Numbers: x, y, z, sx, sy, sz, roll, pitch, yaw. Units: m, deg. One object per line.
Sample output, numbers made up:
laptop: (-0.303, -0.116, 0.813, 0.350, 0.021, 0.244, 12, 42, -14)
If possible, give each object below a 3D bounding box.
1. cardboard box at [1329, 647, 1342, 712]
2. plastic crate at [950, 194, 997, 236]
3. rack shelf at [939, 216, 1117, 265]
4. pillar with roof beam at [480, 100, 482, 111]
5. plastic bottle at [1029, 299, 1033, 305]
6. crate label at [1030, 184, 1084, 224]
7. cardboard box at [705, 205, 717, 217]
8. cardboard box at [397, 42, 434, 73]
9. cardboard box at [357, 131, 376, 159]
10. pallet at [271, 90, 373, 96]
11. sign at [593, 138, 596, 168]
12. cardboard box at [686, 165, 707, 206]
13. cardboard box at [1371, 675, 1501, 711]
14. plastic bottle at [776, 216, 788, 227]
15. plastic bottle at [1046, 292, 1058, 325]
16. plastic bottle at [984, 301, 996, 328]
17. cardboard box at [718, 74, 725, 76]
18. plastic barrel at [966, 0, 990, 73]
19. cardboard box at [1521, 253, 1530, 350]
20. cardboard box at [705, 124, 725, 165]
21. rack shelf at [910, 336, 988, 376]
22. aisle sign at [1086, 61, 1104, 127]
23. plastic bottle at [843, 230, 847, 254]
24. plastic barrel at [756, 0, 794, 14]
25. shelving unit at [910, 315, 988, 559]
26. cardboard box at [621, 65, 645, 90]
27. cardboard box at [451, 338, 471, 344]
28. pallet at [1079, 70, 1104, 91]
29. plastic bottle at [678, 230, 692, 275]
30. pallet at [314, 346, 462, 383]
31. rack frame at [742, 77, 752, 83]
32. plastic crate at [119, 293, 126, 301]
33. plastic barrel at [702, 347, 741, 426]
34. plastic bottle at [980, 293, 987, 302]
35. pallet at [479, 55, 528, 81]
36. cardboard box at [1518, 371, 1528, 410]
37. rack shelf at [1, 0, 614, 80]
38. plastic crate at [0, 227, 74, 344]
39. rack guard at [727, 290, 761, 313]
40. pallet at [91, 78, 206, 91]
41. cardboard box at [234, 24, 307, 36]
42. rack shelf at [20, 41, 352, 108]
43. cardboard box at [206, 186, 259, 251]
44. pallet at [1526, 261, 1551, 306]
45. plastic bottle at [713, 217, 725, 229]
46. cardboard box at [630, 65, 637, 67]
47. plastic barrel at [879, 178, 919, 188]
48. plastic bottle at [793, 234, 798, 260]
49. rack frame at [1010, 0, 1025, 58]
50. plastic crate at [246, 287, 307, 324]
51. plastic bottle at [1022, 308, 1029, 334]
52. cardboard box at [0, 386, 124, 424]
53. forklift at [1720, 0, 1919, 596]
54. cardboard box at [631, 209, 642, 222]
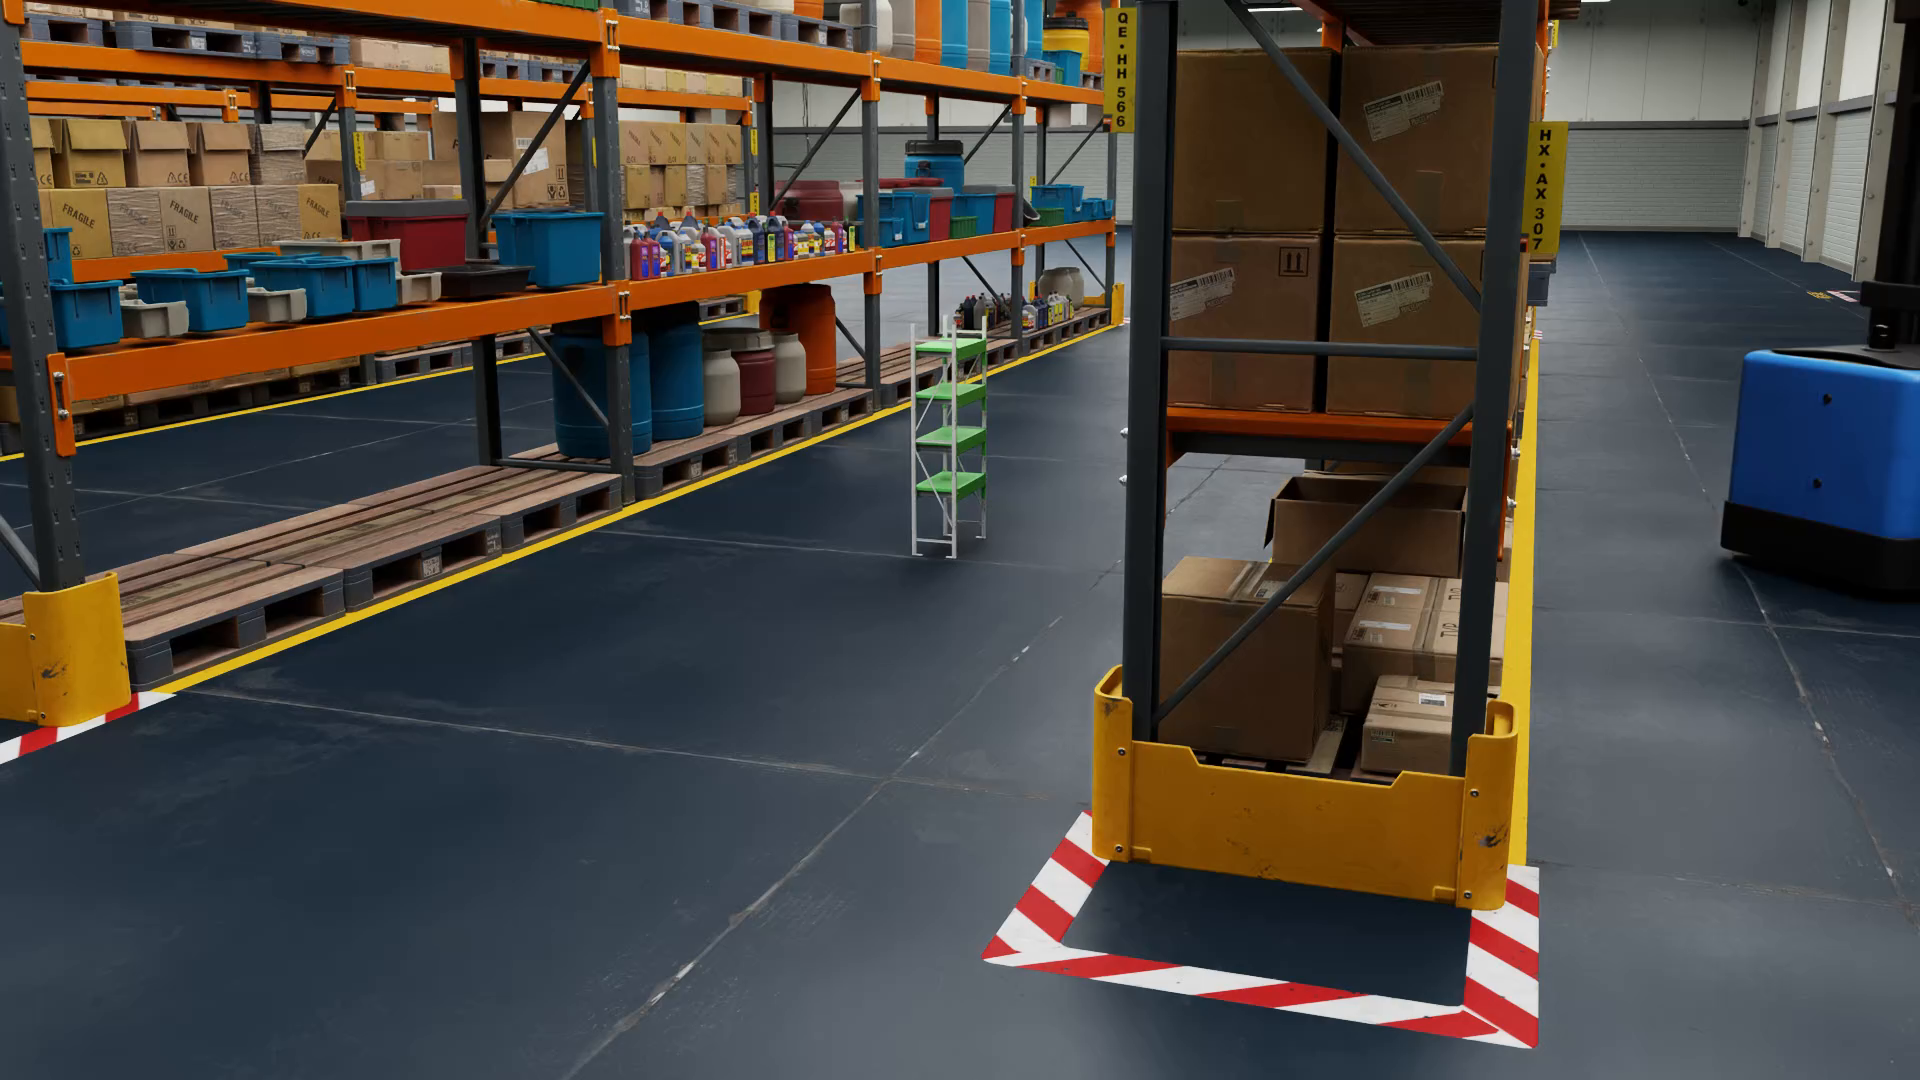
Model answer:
cardboard box: (1.116, 0.449, 5.658, 0.380, 0.166, 0.250, 4, 14, 18)
plastic crate: (0.092, -3.128, 15.989, 0.392, 0.384, 0.575, 4, 14, 18)
rack shelf: (0.801, -3.461, 19.028, 1.077, 0.370, 4.000, 4, 14, 18)
pillar with roof beam: (-8.493, -11.983, 41.265, 9.100, 9.000, 0.400, 4, 14, 18)
plastic bottle: (0.858, -2.552, 18.560, 0.152, 0.276, 0.135, 4, 14, 18)
crate label: (1.109, -3.843, 19.006, 0.502, 0.435, 0.616, 4, 14, 18)
cardboard box: (-3.344, -4.232, 21.352, 0.380, 0.149, 0.250, 4, 14, 18)
cardboard box: (-5.267, -4.483, 15.485, 0.500, 0.250, 0.500, 5, 14, 20)
cardboard box: (-8.456, -5.262, 22.536, 0.875, 0.550, 0.550, 4, 14, 18)
pallet: (-8.522, -5.972, 21.872, 1.003, 0.211, 1.213, 4, 14, 18)
sign: (-4.006, -4.273, 18.365, 0.100, 0.325, 0.005, 4, 14, 18)
cardboard box: (-3.693, -4.453, 20.865, 0.875, 0.500, 0.500, 4, 14, 18)
cardboard box: (1.499, 0.544, 5.242, 0.380, 0.166, 0.250, 4, 14, 18)
plastic bottle: (-1.442, -2.409, 13.081, 0.152, 0.276, 0.135, 4, 14, 18)
plastic bottle: (1.007, -2.583, 18.529, 0.144, 0.351, 0.185, 4, 14, 18)
plastic bottle: (0.300, -2.469, 18.195, 0.152, 0.276, 0.135, 4, 14, 18)
cardboard box: (-3.213, -5.980, 21.149, 0.380, 0.149, 0.250, 4, 13, 16)
plastic barrel: (-0.016, -4.837, 15.572, 0.600, 0.901, 0.600, 0, 13, 0)
cardboard box: (1.841, -0.949, 6.182, 0.500, 0.500, 0.500, 5, 14, 19)
cardboard box: (-3.338, -5.031, 21.151, 0.500, 0.500, 0.500, 4, 14, 18)
rack shelf: (-0.054, -0.956, 8.609, 0.258, 0.148, 0.480, 4, 14, 18)
aisle sign: (1.753, -5.494, 20.476, 0.394, 0.787, 0.004, 4, 14, 18)
plastic bottle: (-0.922, -2.313, 12.826, 0.097, 0.201, 0.097, 0, 13, 0)
plastic barrel: (-1.348, -3.912, 12.012, 0.301, 0.262, 0.301, 0, 13, 0)
shelving unit: (-0.054, -0.550, 8.702, 0.258, 1.200, 0.503, 4, 14, 18)
cardboard box: (-3.978, -5.325, 19.172, 0.500, 0.250, 0.500, 4, 14, 18)
cardboard box: (-5.284, -2.281, 16.870, 0.700, 0.500, 0.500, 6, 14, 23)
pallet: (1.088, -5.436, 19.748, 1.003, 0.211, 1.213, 4, 14, 18)
plastic bottle: (-1.742, -1.813, 10.480, 0.097, 0.271, 0.097, 0, 13, 0)
pallet: (-5.572, -1.710, 16.006, 1.003, 0.211, 1.213, 4, 14, 18)
rack frame: (-3.238, -7.514, 21.688, 1.000, 3.000, 0.127, 4, 14, 18)
plastic crate: (-3.636, -0.950, 6.865, 0.396, 0.136, 0.243, 4, 14, 18)
plastic barrel: (-1.746, -1.073, 11.595, 0.421, 0.512, 0.421, 0, 13, 0)
plastic bottle: (0.257, -2.579, 18.509, 0.144, 0.351, 0.185, 4, 14, 18)
pallet: (-5.165, -4.777, 16.859, 1.213, 0.211, 1.003, 4, 14, 18)
cardboard box: (3.993, -1.144, 12.497, 0.500, 0.250, 0.500, 4, 14, 18)
rack shelf: (-3.081, -2.397, 7.624, 1.077, 0.370, 4.000, 4, 14, 18)
plastic crate: (-3.797, -0.995, 6.390, 0.616, 0.435, 0.499, 4, 14, 18)
rack guard: (-3.263, -3.355, 22.563, 1.175, 0.500, 0.348, 4, 14, 18)
pallet: (-9.443, -5.298, 19.149, 0.805, 0.209, 1.217, 4, 13, 16)
cardboard box: (-5.956, -4.489, 13.998, 0.797, 0.503, 0.637, 5, 14, 22)
rack shelf: (-6.474, -3.596, 12.876, 1.077, 0.370, 4.000, 4, 14, 18)
cardboard box: (-6.083, -2.618, 13.493, 0.500, 0.500, 0.500, 4, 13, 17)
pallet: (2.613, -1.416, 8.881, 1.003, 0.211, 1.213, 4, 14, 18)
plastic bottle: (-1.822, -2.301, 12.593, 0.061, 0.283, 0.133, 4, 14, 18)
cardboard box: (-3.967, -5.549, 19.257, 0.380, 0.149, 0.250, 5, 14, 20)
plastic barrel: (-0.600, -3.117, 15.597, 0.433, 0.535, 0.433, 0, 13, 0)
plastic bottle: (-1.217, -2.121, 11.985, 0.097, 0.201, 0.097, 0, 13, 0)
rack frame: (0.154, -6.316, 16.435, 1.000, 3.000, 0.127, 4, 14, 18)
plastic crate: (-2.935, -0.997, 7.075, 0.250, 0.136, 0.298, 4, 14, 18)
plastic bottle: (0.672, -2.311, 17.513, 0.097, 0.271, 0.097, 0, 13, 0)
cardboard box: (-6.932, -1.368, 12.072, 1.225, 0.875, 0.875, 4, 14, 19)
forklift: (5.460, -1.357, 8.345, 3.031, 2.935, 1.130, -5, 14, -22)
cardboard box: (-3.958, -3.808, 19.496, 0.380, 0.149, 0.250, 4, 14, 18)
